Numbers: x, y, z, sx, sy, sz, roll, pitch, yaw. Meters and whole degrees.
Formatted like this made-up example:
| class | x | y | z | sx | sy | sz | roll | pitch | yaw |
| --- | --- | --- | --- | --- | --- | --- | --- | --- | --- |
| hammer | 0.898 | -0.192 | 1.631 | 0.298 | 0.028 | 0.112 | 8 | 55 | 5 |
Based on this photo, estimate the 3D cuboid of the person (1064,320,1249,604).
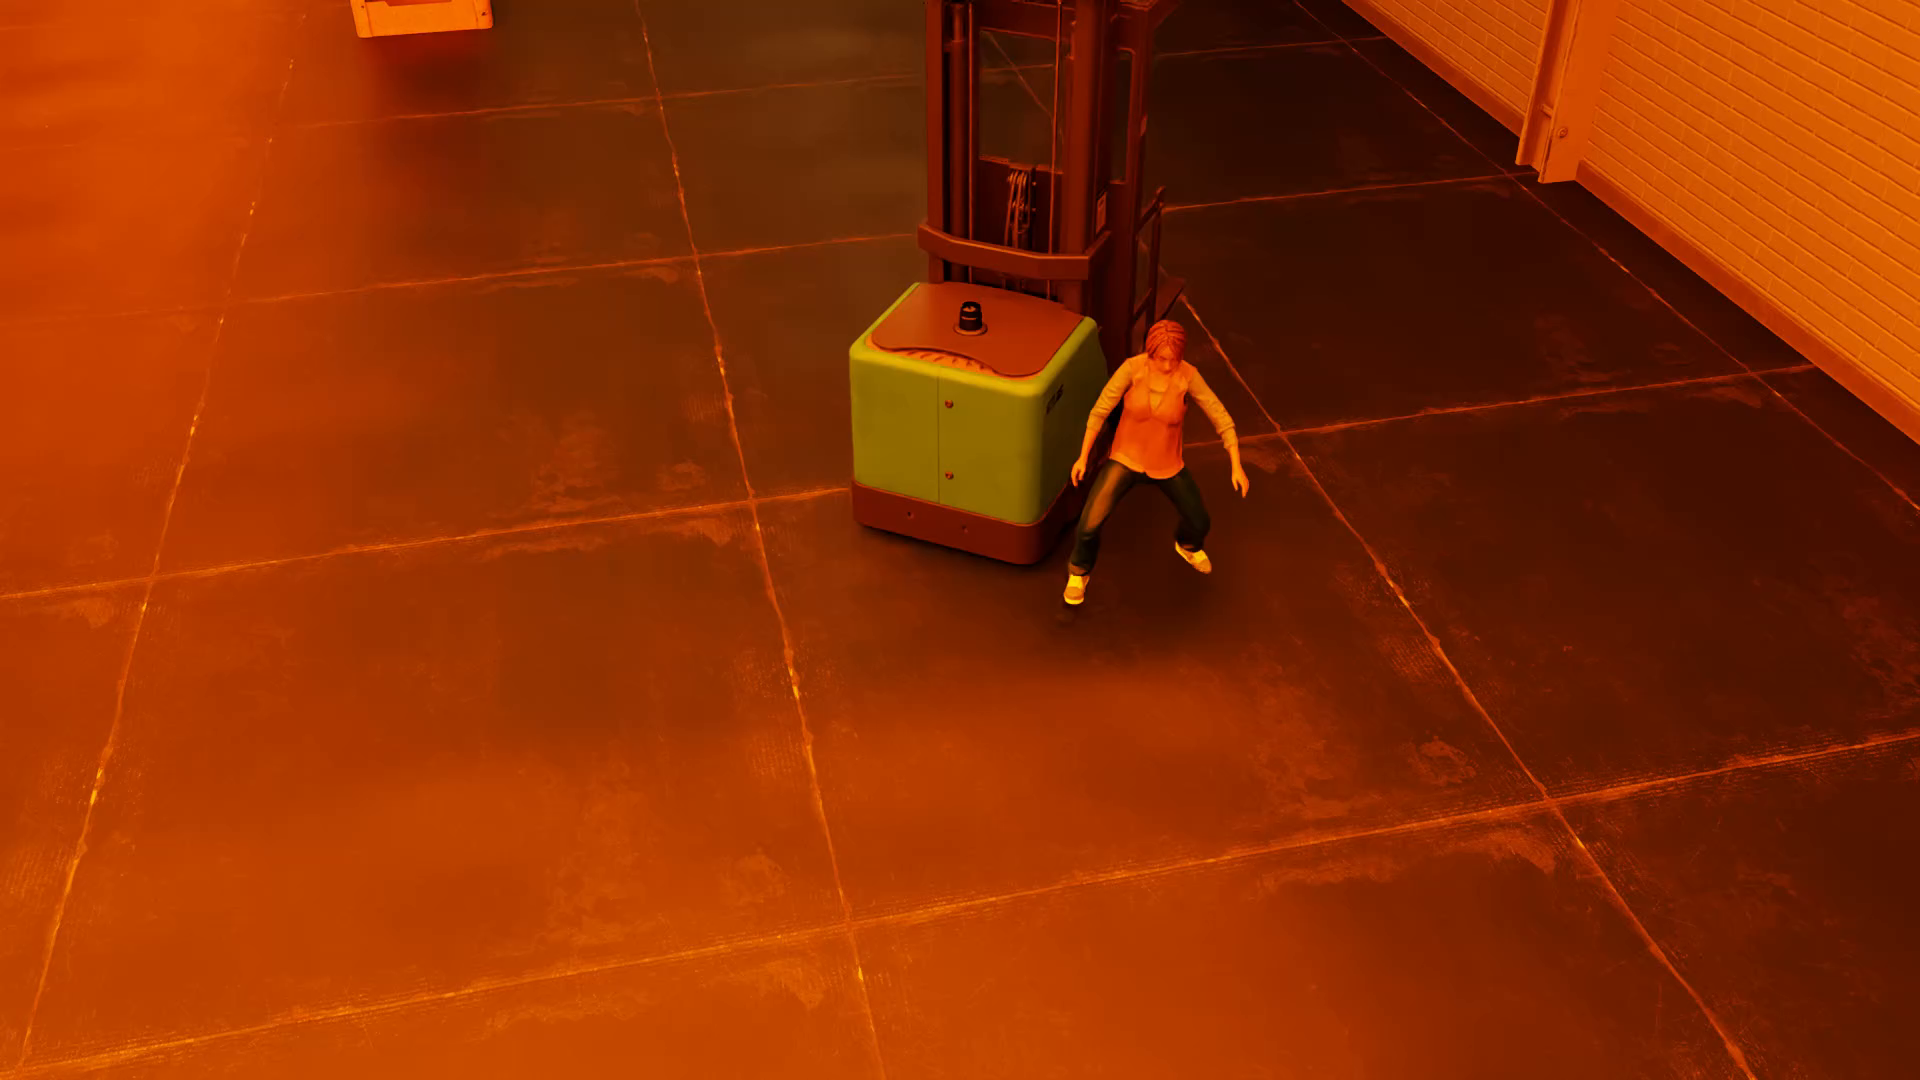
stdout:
| class | x | y | z | sx | sy | sz | roll | pitch | yaw |
| --- | --- | --- | --- | --- | --- | --- | --- | --- | --- |
| person | 0.941 | -0.363 | 7.852 | 0.822 | 1.484 | 0.651 | 4 | 36 | 6 |

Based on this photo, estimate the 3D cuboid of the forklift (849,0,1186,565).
| class | x | y | z | sx | sy | sz | roll | pitch | yaw |
| --- | --- | --- | --- | --- | --- | --- | --- | --- | --- |
| forklift | 0.501 | -1.920 | 8.719 | 1.130 | 2.935 | 3.031 | 14 | 38 | 19 |
